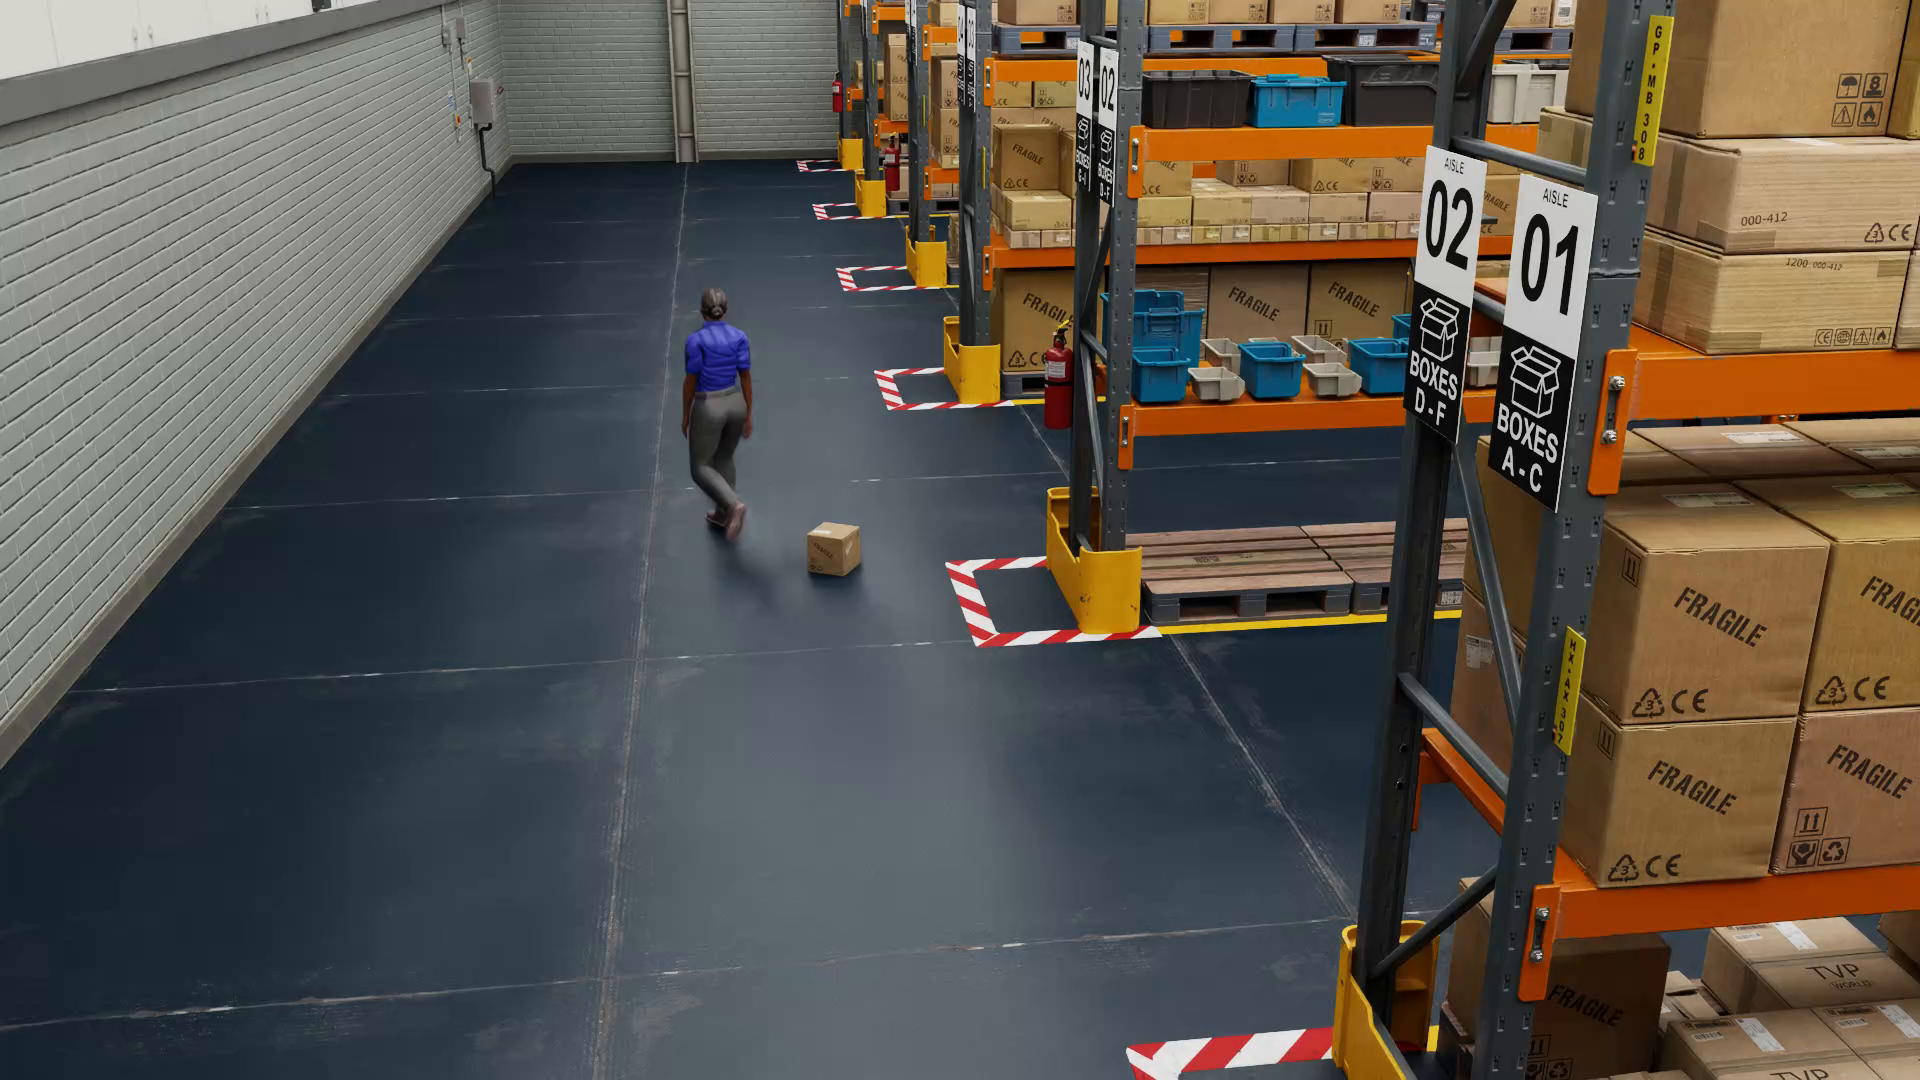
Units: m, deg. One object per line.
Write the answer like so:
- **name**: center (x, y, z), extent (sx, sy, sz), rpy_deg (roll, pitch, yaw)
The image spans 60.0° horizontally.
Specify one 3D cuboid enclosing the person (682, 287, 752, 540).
- **person**: center (-1.539, -0.812, 10.738), extent (0.449, 1.630, 0.722), rpy_deg (-15, 25, -35)
